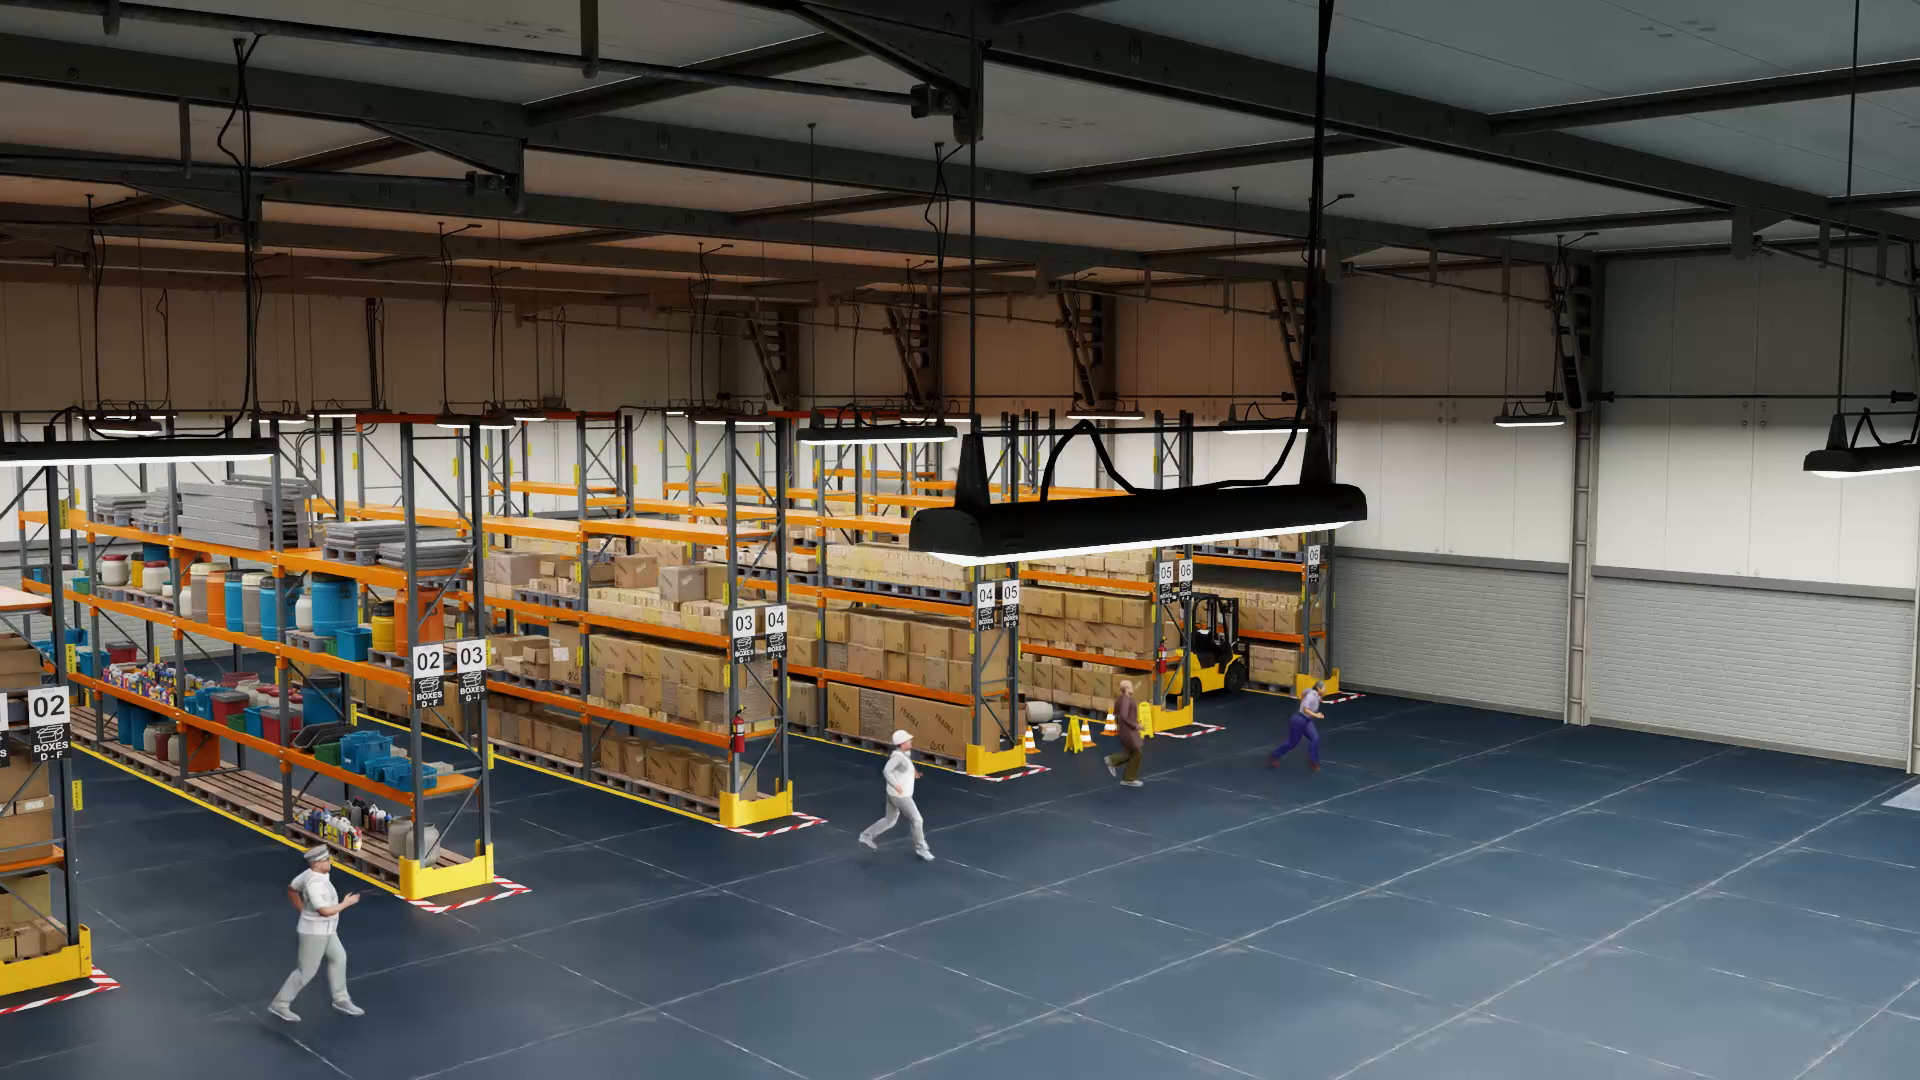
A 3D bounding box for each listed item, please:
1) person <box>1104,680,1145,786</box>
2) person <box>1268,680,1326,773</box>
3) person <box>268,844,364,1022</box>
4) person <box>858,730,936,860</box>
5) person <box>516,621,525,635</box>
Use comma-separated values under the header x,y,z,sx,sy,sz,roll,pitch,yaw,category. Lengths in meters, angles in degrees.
x,y,z,sx,sy,sz,roll,pitch,yaw,category
2.704,3.135,26.965,0.573,1.738,0.712,0,5,-2,person
5.694,3.154,28.093,0.960,1.592,0.649,2,5,17,person
-6.517,3.978,16.776,0.901,1.823,0.638,-2,5,-19,person
-0.867,3.496,22.702,1.055,1.820,0.624,-1,5,-13,person
-9.503,2.505,35.426,0.539,1.570,0.873,-5,7,-44,person
